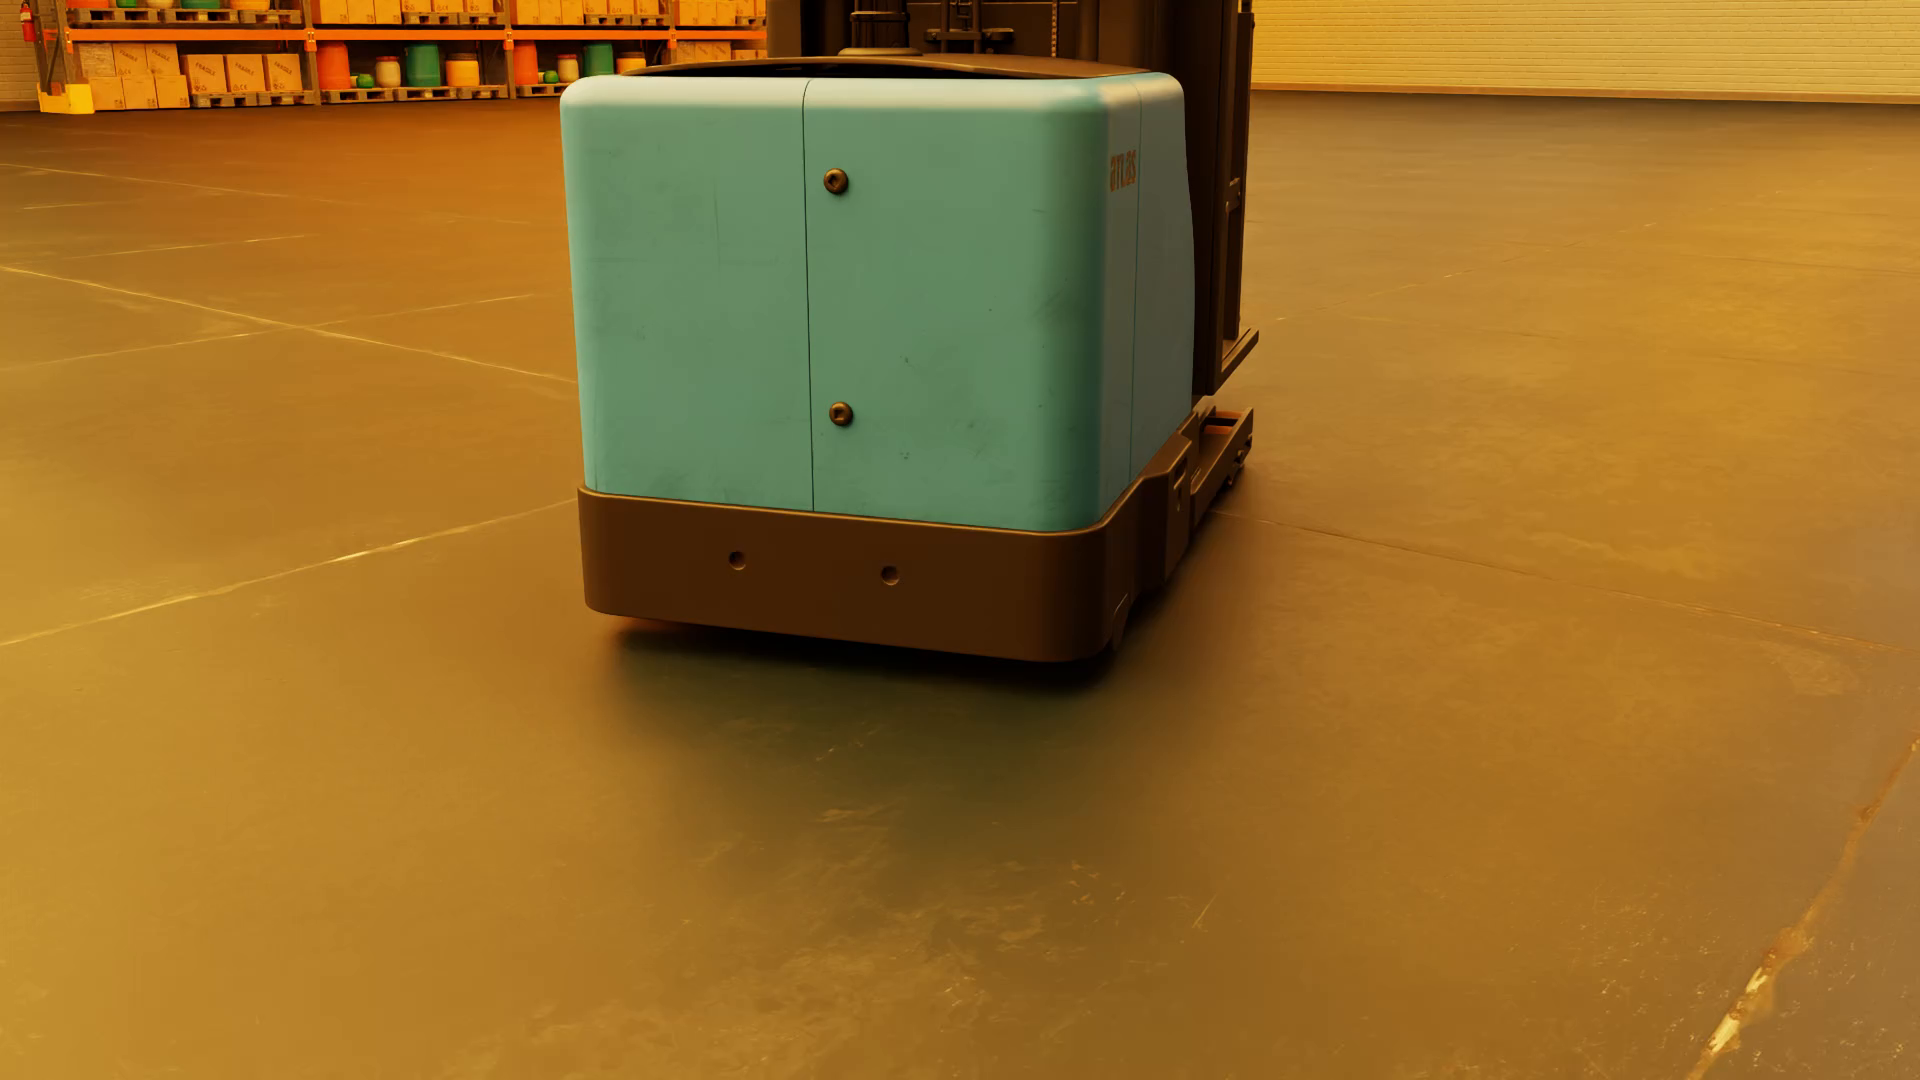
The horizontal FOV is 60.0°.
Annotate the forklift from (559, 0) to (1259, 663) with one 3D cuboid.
[{"bbox_3d":[0.182,-1.571,4.072,1.130,2.935,3.031,5,18,17],"label":"forklift"}]
